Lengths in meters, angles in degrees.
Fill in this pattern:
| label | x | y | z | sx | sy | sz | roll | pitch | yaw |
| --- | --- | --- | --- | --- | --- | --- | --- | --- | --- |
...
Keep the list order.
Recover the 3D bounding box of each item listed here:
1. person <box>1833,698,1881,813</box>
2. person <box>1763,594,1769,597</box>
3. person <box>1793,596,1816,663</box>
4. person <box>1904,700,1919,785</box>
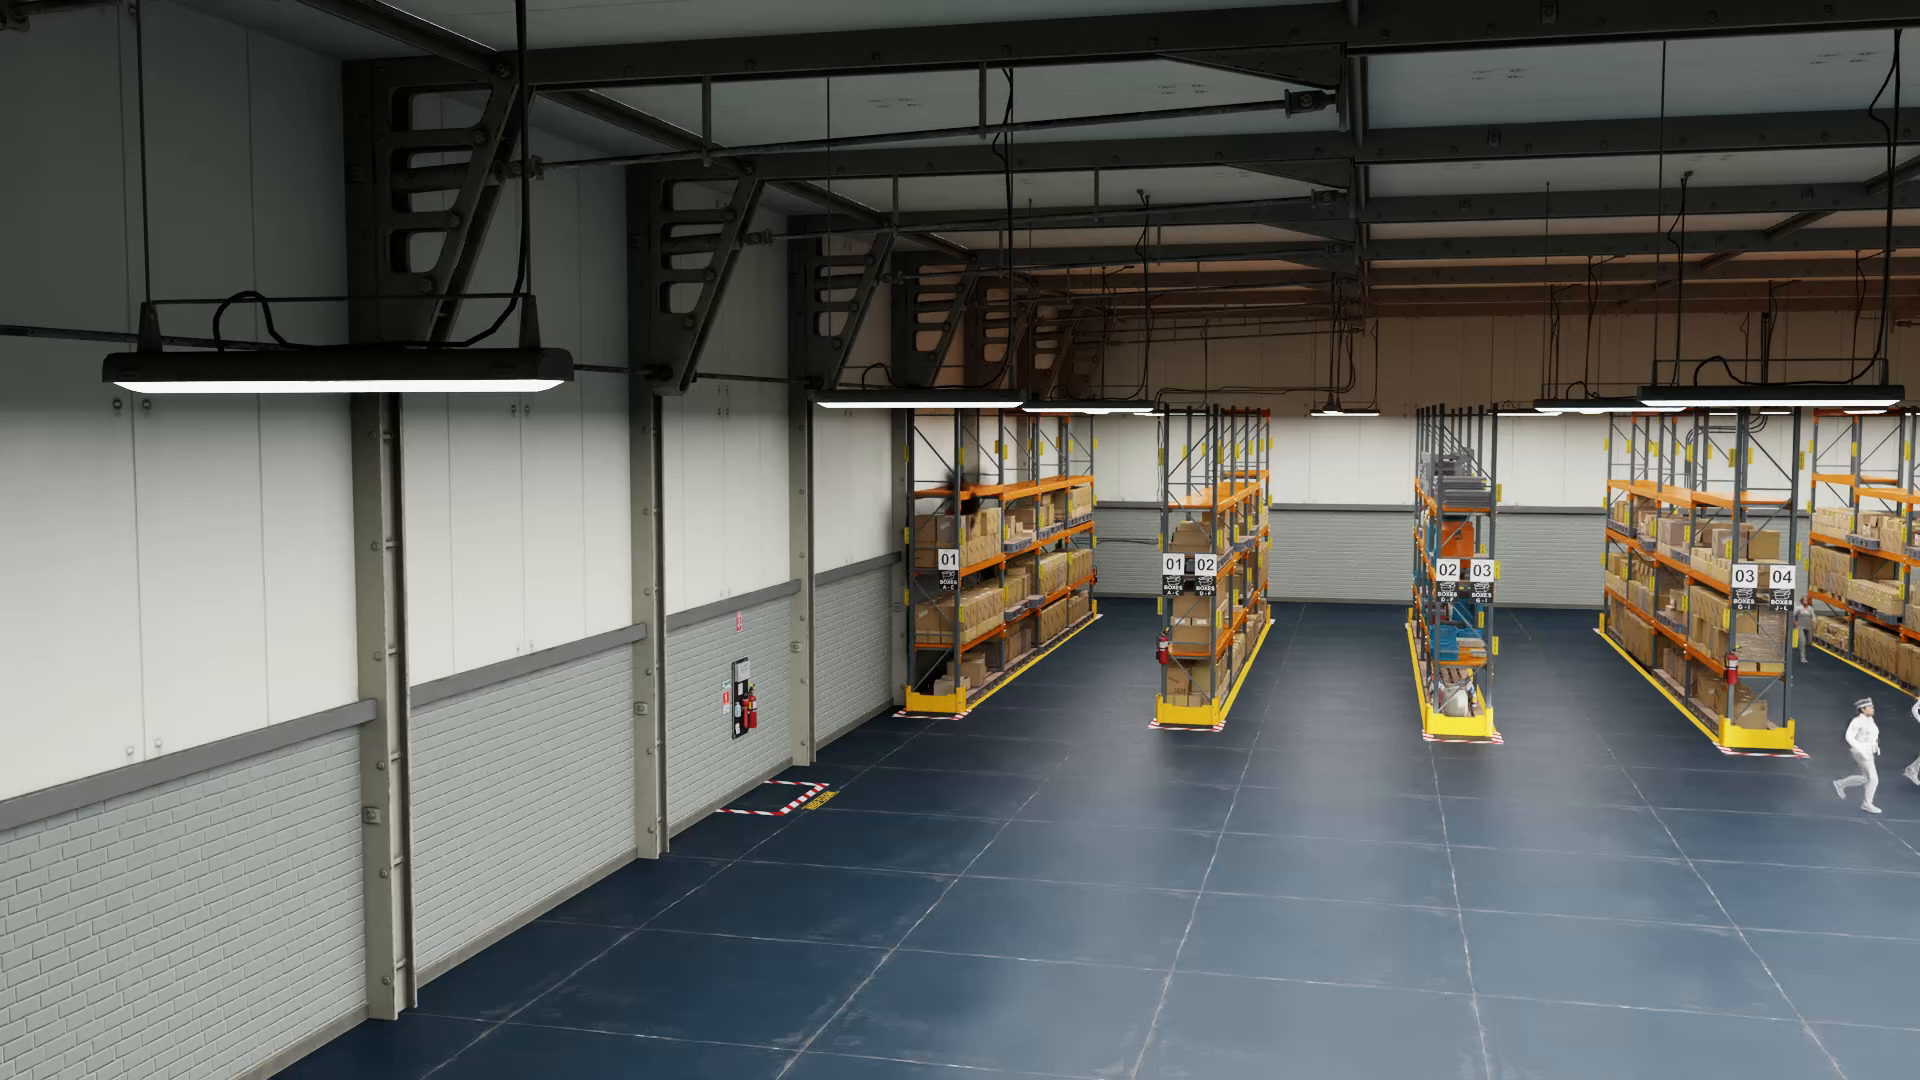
| label | x | y | z | sx | sy | sz | roll | pitch | yaw |
| --- | --- | --- | --- | --- | --- | --- | --- | --- | --- |
| person | 13.189 | 3.122 | 24.412 | 0.641 | 1.667 | 0.700 | -4 | 6 | -43 |
| person | 21.377 | 1.695 | 44.006 | 0.549 | 1.652 | 0.650 | -1 | 4 | -18 |
| person | 19.902 | 2.089 | 39.249 | 0.540 | 1.551 | 0.637 | 1 | 4 | 11 |
| person | 14.986 | 2.978 | 25.531 | 0.638 | 1.813 | 0.871 | -3 | 5 | -34 |
